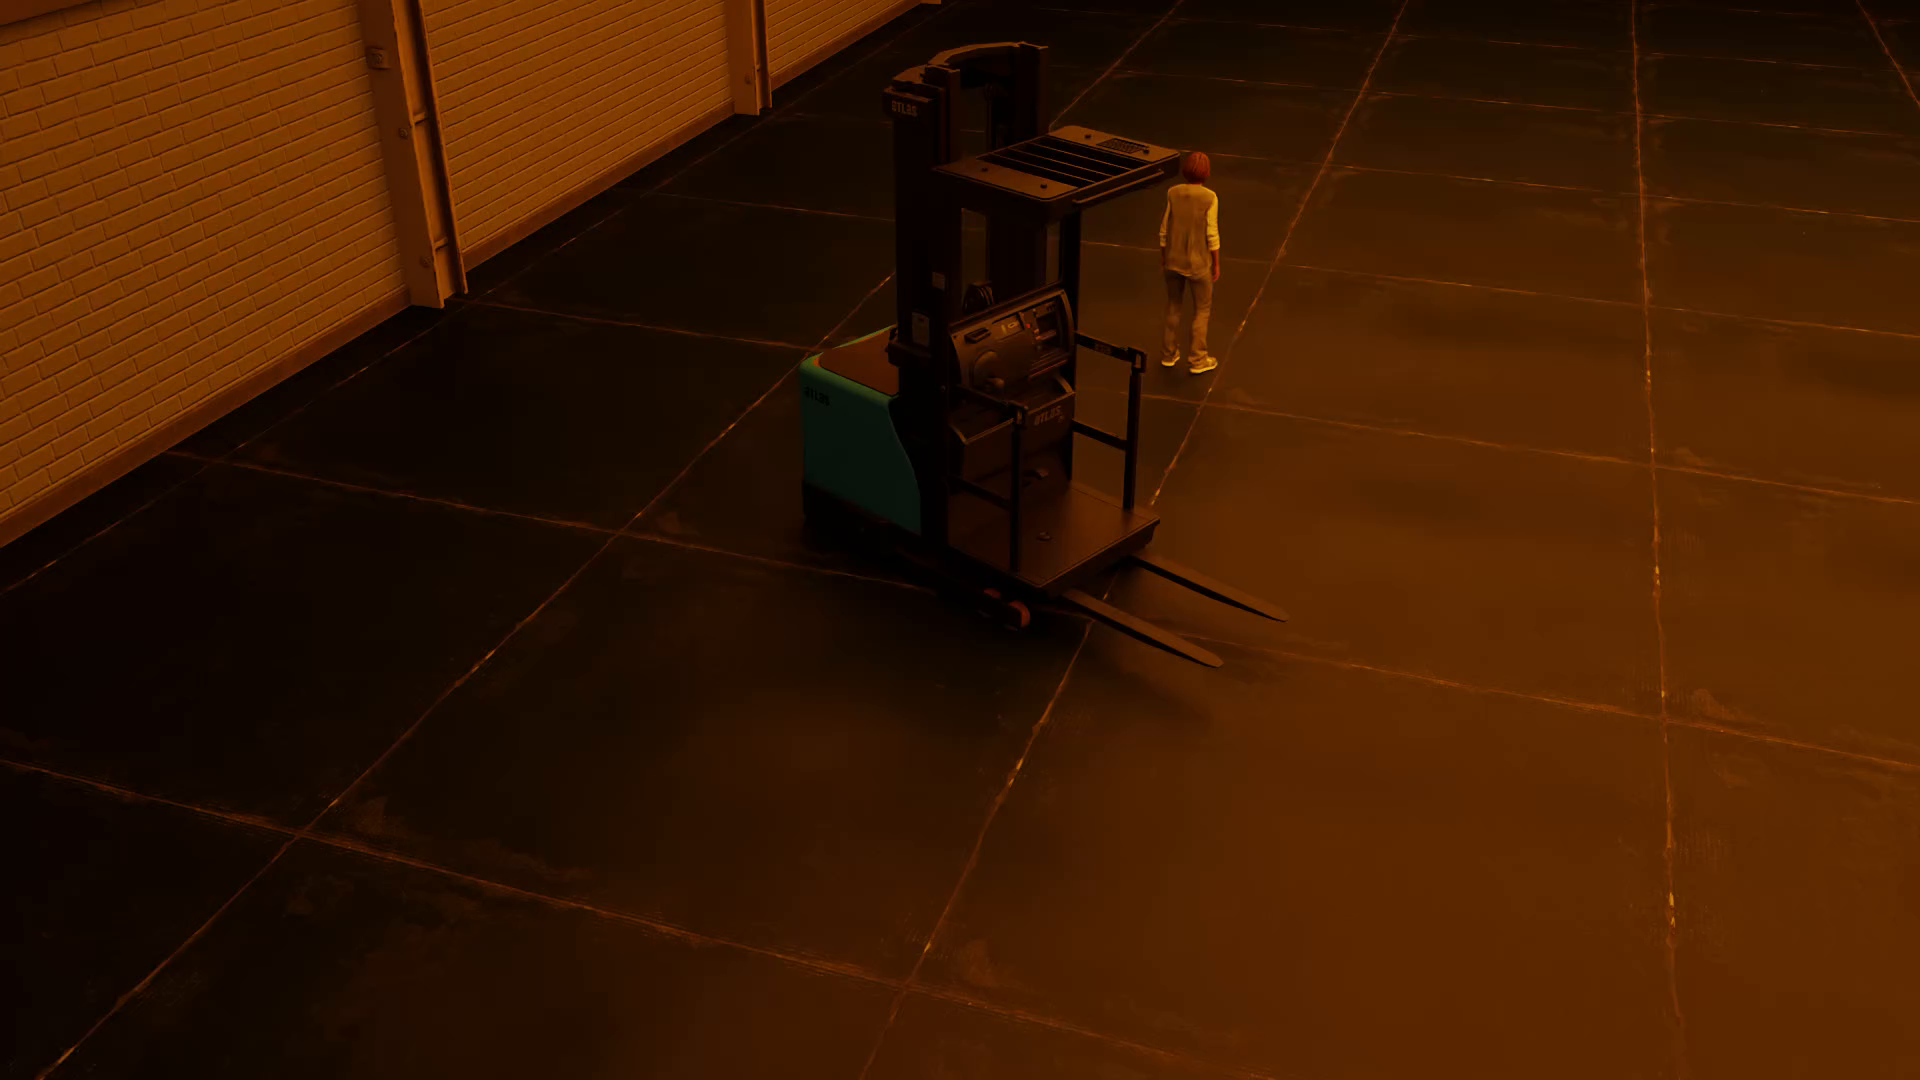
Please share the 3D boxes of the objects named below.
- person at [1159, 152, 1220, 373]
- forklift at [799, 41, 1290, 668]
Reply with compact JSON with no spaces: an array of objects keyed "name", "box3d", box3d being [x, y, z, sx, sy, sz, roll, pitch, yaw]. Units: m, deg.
[{"name":"person","box3d":[1.650,-1.984,11.972,0.463,1.590,0.347,17,34,27]},{"name":"forklift","box3d":[0.449,-1.062,9.000,3.031,2.935,1.130,25,38,37]}]
